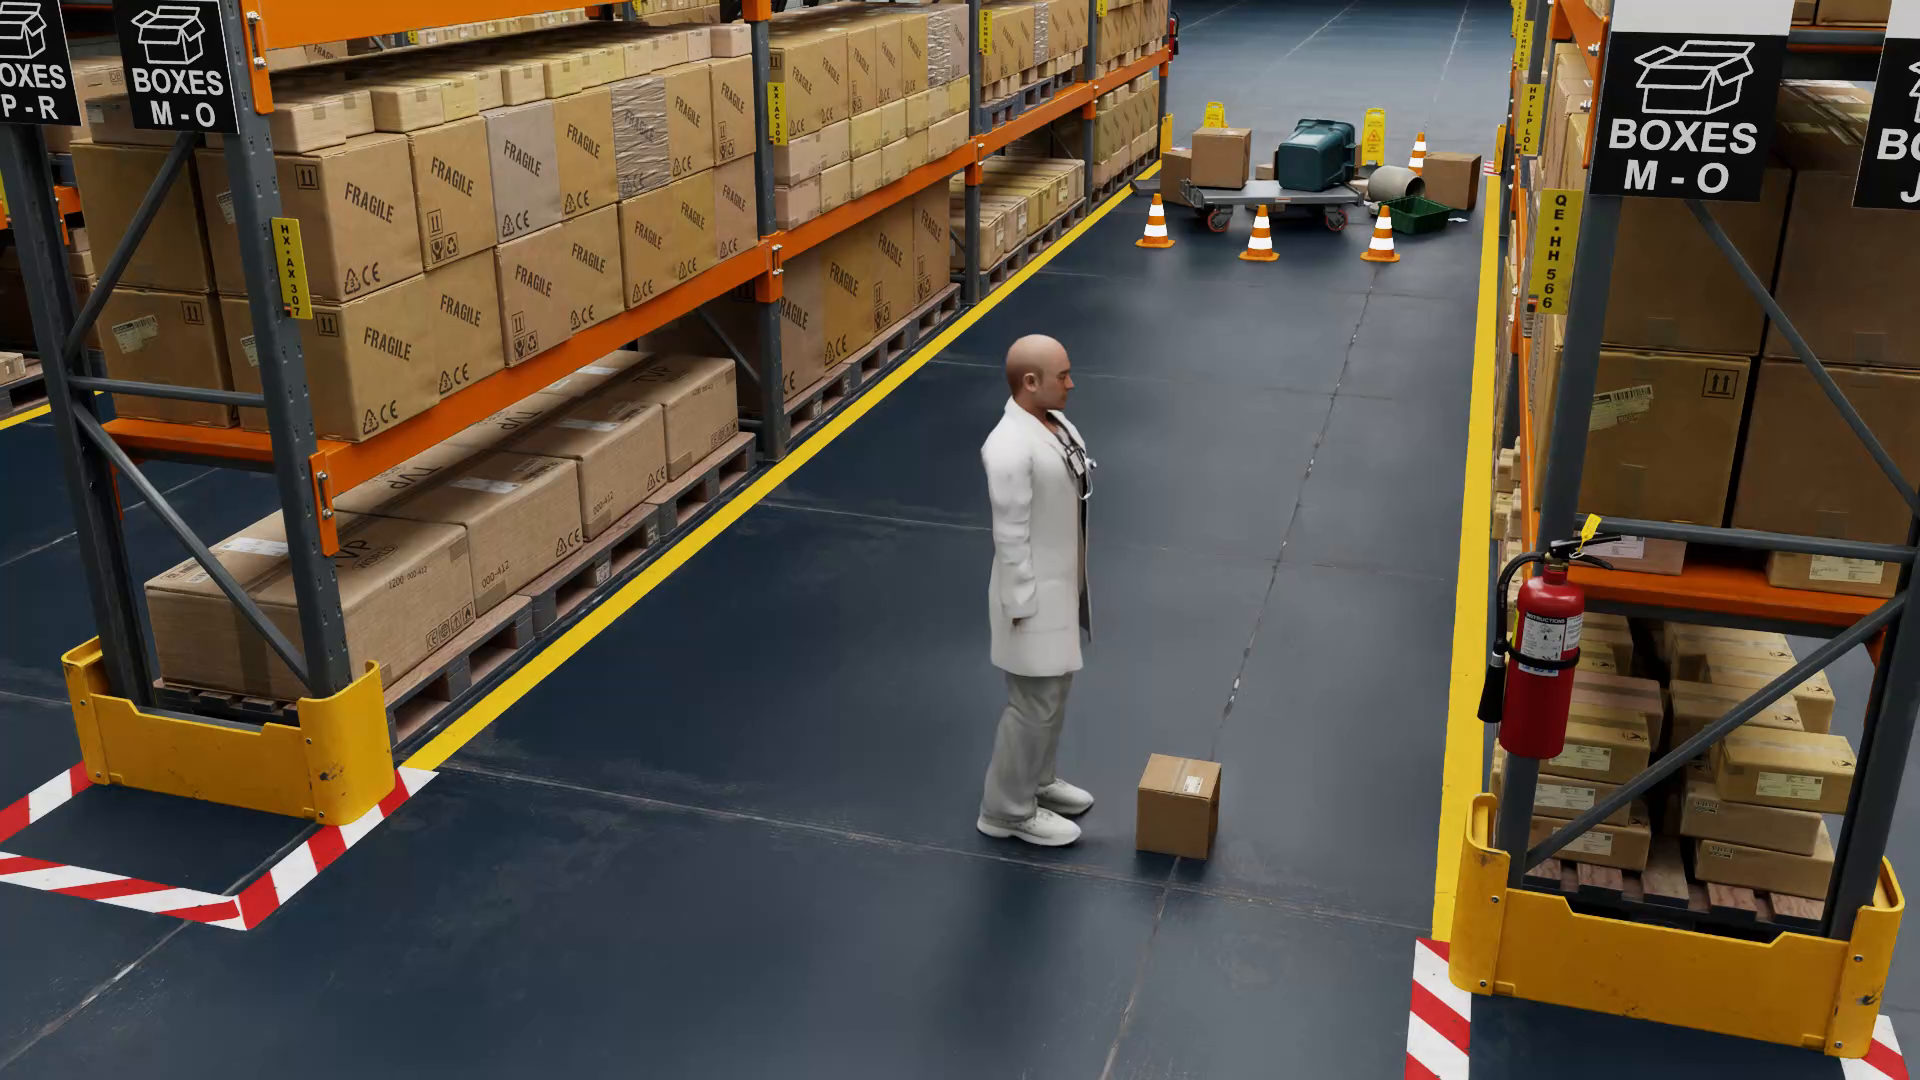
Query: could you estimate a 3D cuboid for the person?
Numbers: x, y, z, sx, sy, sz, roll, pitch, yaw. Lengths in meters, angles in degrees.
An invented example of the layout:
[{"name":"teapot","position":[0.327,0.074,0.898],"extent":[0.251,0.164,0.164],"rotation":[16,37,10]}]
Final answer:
[{"name":"person","position":[7.661,-1.404,9.654],"extent":[11.766,1.777,13.256],"rotation":[7,23,17]}]
